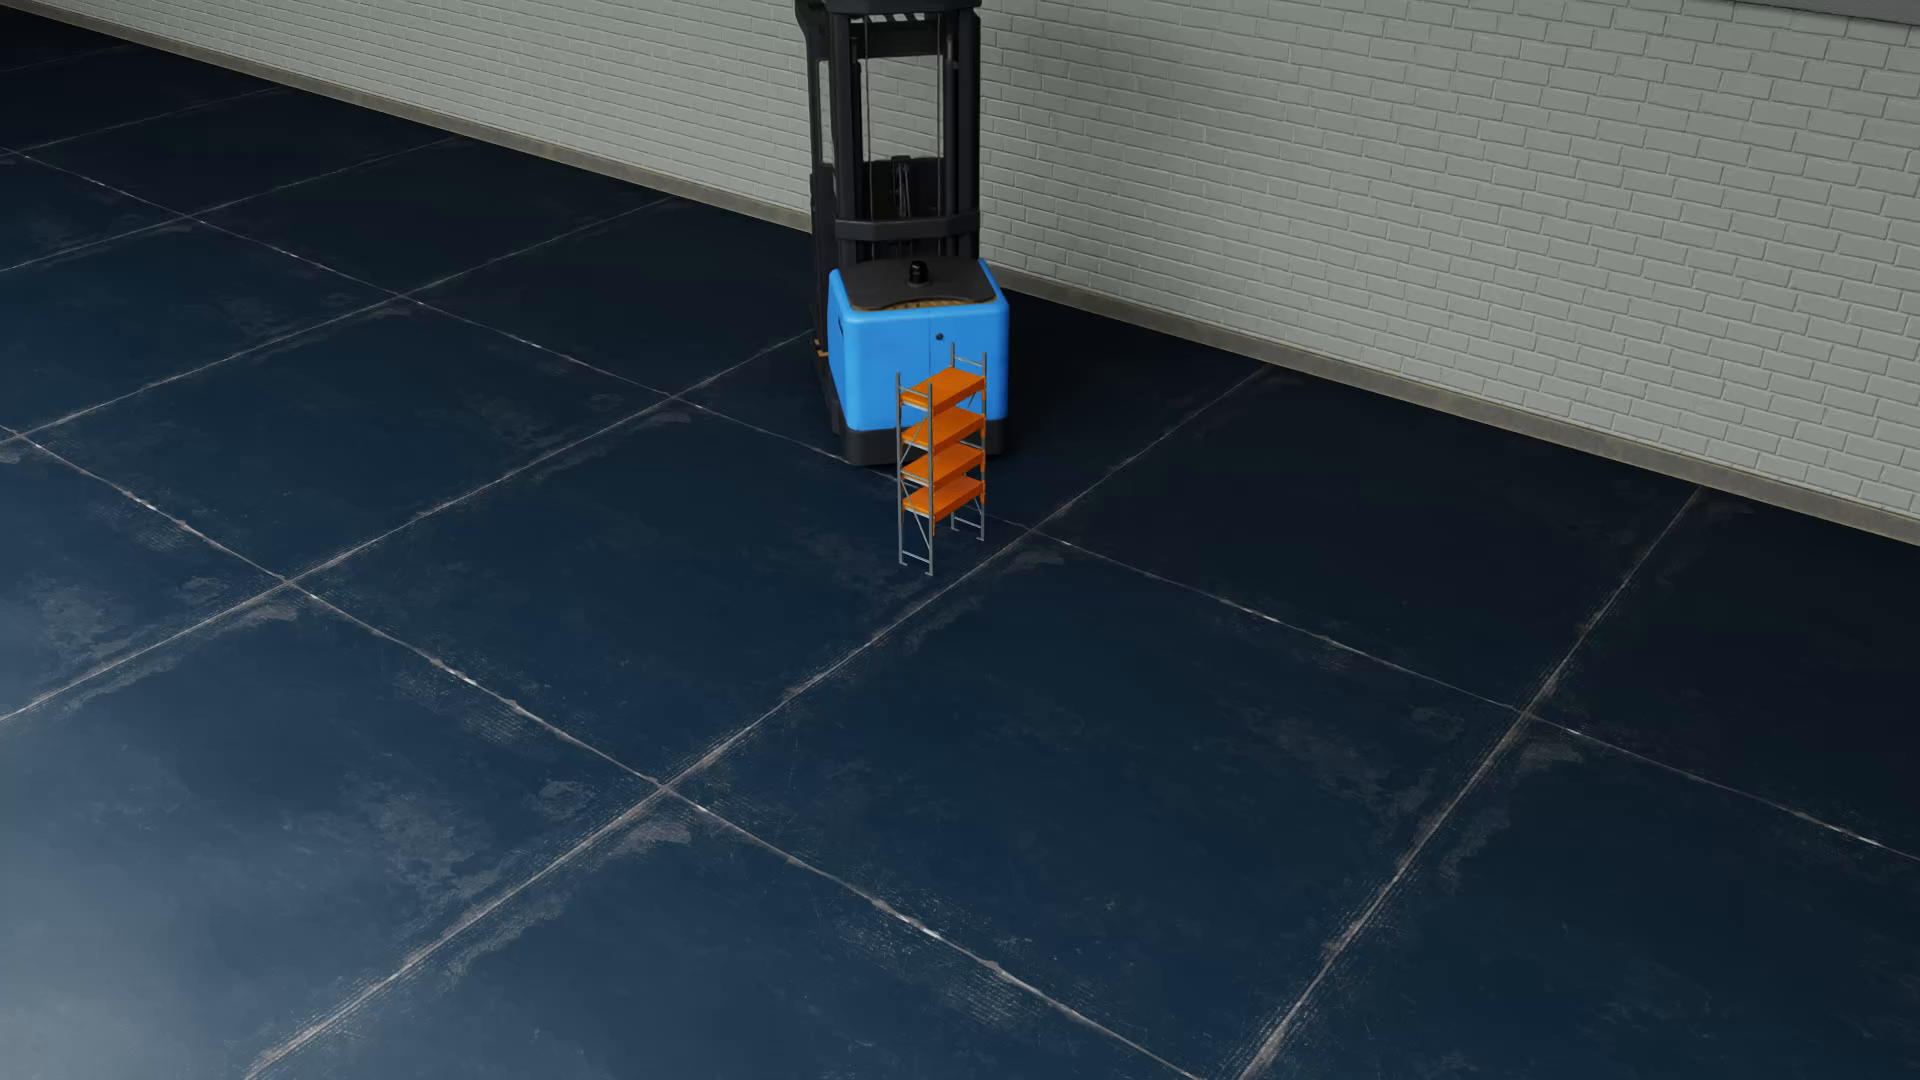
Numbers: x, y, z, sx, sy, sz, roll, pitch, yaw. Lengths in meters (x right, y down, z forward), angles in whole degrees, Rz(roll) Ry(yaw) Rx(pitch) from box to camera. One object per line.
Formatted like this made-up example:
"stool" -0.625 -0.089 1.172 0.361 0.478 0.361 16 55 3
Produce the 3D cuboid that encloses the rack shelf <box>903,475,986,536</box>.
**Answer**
"rack shelf" -0.100 -0.220 9.466 0.258 0.148 0.480 21 37 31

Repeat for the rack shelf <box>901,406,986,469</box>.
"rack shelf" -0.100 -0.583 9.251 0.258 0.148 0.480 21 37 31

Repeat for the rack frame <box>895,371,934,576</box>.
"rack frame" -0.247 -0.350 9.163 0.240 1.200 0.015 21 37 31

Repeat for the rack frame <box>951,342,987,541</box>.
"rack frame" 0.047 -0.548 9.498 0.240 1.200 0.015 21 37 31

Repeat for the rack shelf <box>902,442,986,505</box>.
"rack shelf" -0.100 -0.391 9.365 0.258 0.148 0.480 21 37 31

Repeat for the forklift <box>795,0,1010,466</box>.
"forklift" -0.460 -2.460 11.027 1.130 2.935 3.031 -5 31 -9

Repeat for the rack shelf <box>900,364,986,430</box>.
"rack shelf" -0.100 -0.787 9.130 0.258 0.148 0.480 21 37 31

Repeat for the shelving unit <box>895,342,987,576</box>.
"shelving unit" -0.100 -0.449 9.331 0.258 1.200 0.503 21 37 31
